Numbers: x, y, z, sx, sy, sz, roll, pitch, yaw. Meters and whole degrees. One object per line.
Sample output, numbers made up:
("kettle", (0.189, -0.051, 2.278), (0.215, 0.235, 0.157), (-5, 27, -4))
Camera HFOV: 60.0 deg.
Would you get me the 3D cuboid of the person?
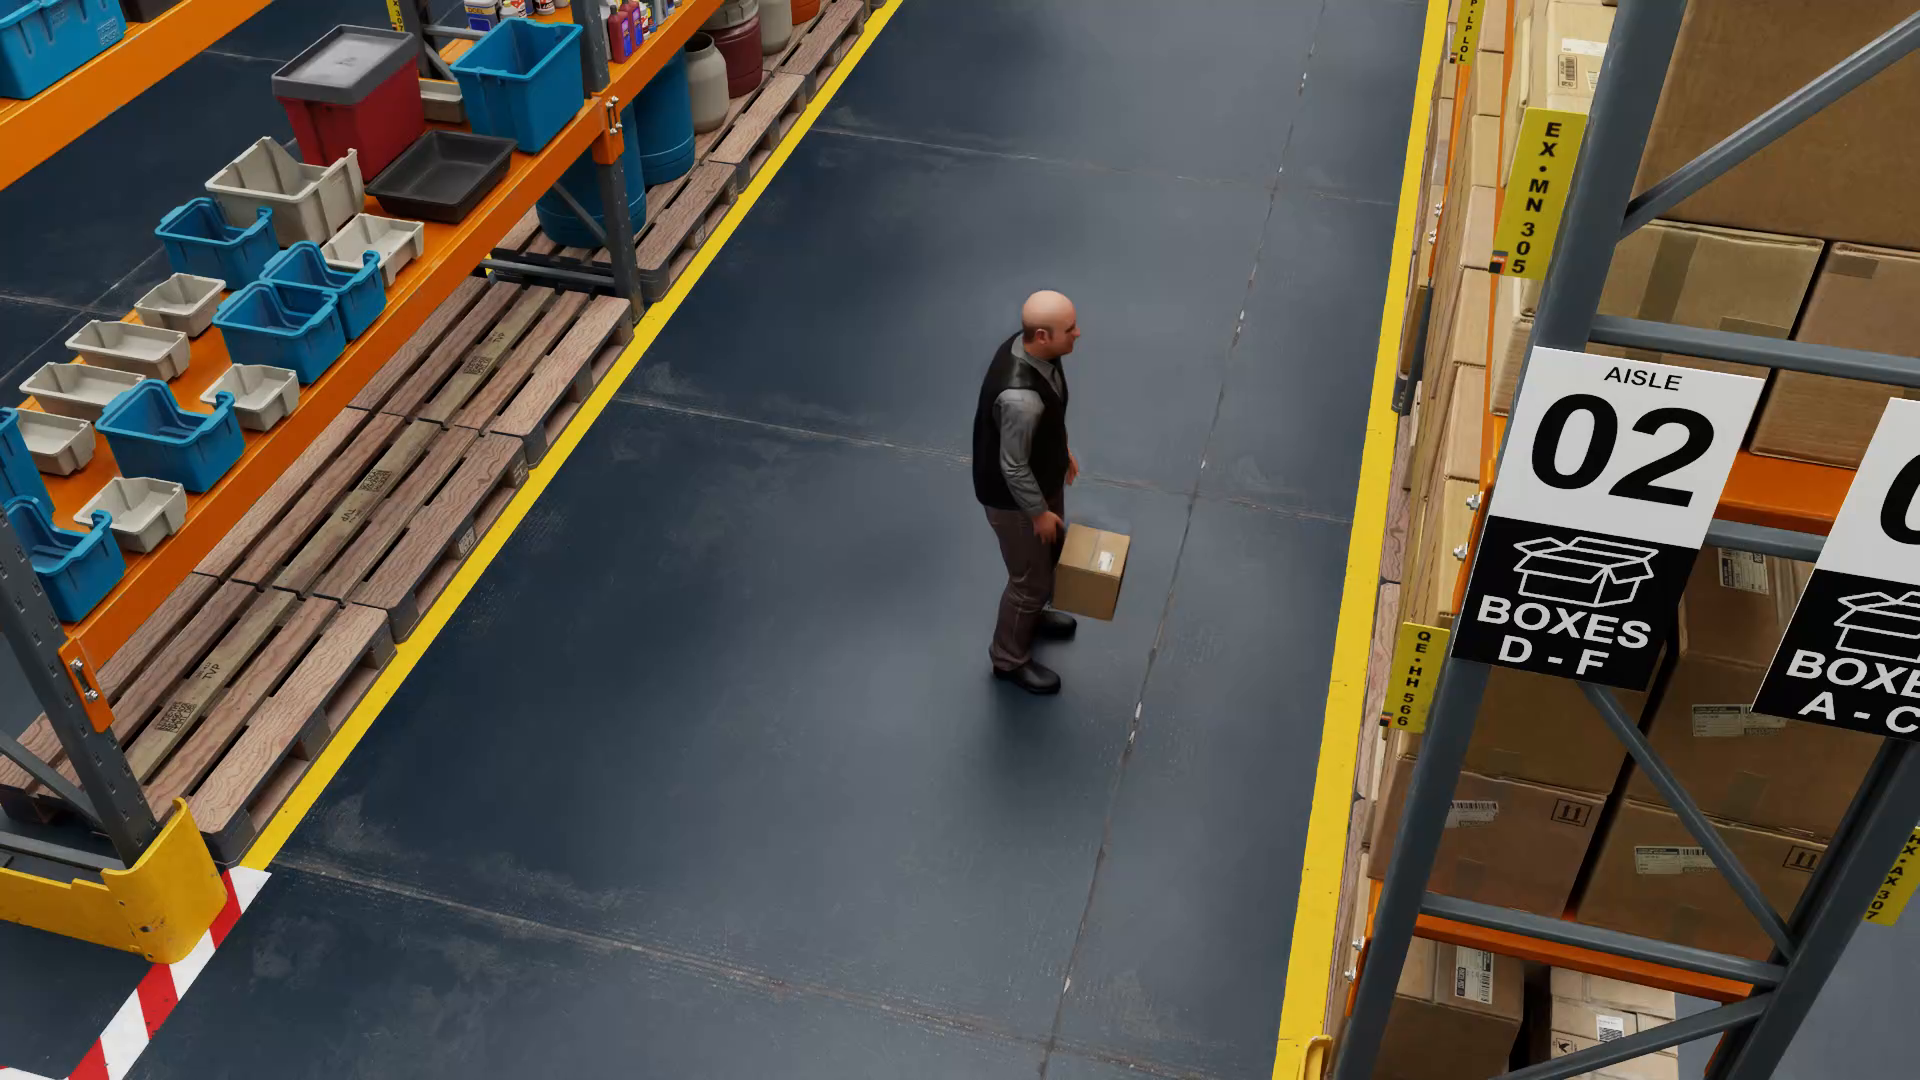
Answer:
("person", (0.258, -0.213, 6.421), (0.418, 1.724, 0.561), (9, 42, 10))
